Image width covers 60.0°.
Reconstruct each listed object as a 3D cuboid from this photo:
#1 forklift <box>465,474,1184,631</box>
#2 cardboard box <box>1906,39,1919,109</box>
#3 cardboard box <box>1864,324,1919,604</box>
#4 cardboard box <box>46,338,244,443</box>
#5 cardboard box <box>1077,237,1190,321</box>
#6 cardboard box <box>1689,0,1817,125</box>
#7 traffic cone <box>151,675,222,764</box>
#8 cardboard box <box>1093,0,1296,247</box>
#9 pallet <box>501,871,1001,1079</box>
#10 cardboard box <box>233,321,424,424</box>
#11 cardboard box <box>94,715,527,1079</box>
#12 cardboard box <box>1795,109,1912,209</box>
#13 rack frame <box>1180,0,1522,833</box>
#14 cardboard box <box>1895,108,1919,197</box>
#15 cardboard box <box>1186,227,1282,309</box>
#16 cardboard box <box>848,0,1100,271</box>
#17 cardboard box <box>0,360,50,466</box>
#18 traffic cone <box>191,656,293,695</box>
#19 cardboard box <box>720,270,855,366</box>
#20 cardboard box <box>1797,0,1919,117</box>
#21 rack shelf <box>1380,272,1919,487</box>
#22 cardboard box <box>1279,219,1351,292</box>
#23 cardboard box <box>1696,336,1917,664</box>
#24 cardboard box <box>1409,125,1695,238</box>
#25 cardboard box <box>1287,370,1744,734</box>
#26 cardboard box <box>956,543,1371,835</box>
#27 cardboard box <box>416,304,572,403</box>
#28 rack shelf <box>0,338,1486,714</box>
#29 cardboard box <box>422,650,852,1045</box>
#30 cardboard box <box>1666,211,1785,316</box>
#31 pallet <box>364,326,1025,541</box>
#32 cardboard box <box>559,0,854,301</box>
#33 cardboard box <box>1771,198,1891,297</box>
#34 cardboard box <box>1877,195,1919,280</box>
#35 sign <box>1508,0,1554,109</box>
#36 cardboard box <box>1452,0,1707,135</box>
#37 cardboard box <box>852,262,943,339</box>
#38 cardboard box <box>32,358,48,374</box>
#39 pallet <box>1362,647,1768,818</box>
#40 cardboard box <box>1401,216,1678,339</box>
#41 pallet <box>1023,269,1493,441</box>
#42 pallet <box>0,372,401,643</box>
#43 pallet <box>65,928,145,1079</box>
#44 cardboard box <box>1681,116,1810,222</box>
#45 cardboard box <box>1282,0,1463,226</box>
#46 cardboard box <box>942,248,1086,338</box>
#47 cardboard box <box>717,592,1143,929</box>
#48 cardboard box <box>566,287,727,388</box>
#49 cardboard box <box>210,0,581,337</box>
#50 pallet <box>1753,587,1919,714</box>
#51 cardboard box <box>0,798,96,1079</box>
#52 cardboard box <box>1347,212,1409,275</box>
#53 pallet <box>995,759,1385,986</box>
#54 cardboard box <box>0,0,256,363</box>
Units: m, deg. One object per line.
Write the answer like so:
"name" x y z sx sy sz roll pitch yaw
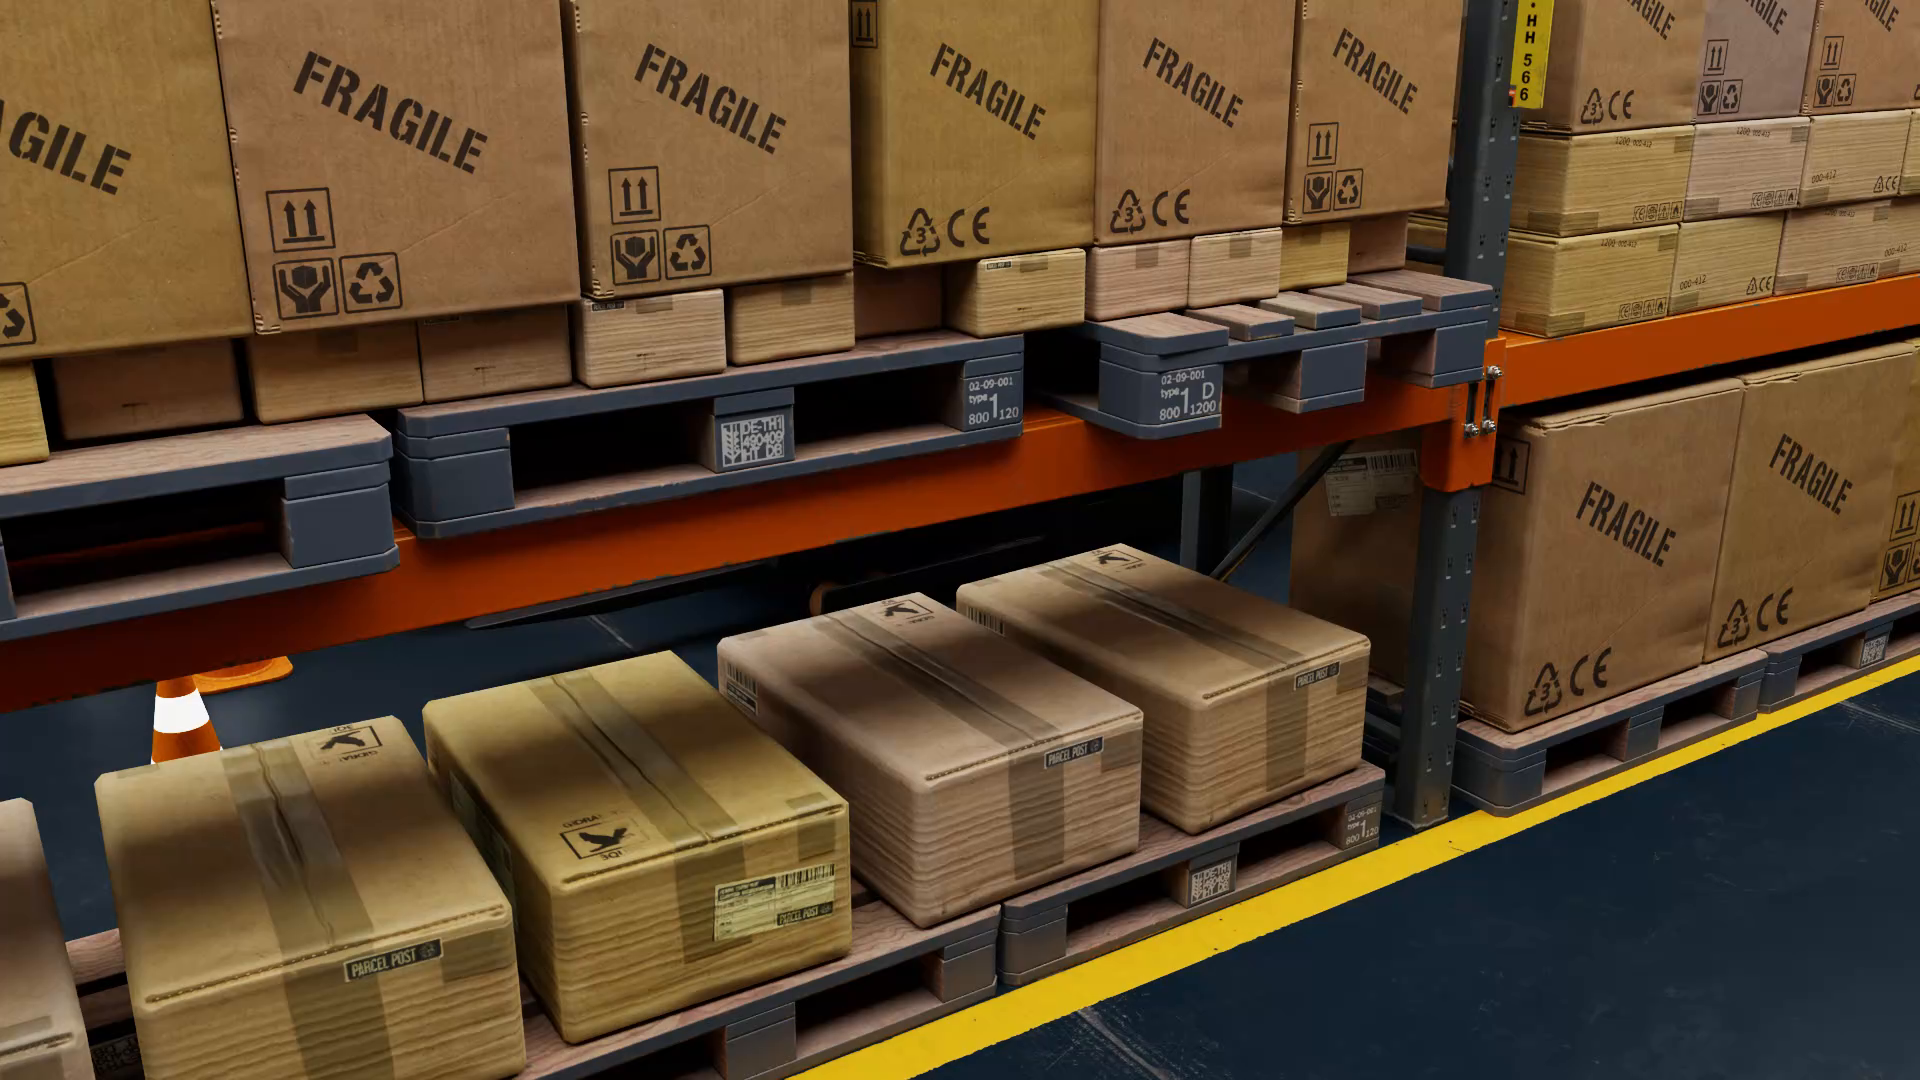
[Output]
"forklift" -0.509 -1.270 5.924 3.031 2.935 1.130 -13 23 -34
"cardboard box" 2.812 -1.591 5.050 0.500 0.500 0.500 -12 22 -31
"cardboard box" 3.110 -0.389 5.873 0.875 0.875 0.875 -11 22 -30
"cardboard box" -1.304 -0.284 2.637 0.250 0.149 0.380 -10 21 -28
"cardboard box" 0.264 -0.578 3.506 0.250 0.149 0.380 -13 23 -34
"cardboard box" 1.949 -1.416 4.532 0.500 0.500 0.500 -12 22 -31
"traffic cone" -2.082 0.530 4.455 0.334 0.463 0.336 -12 22 -31
"cardboard box" 0.341 -0.922 3.513 0.500 0.500 0.500 -12 22 -32
"pallet" -0.678 0.888 3.788 1.213 0.211 1.003 -12 22 -31
"cardboard box" -1.066 -0.318 2.738 0.250 0.149 0.380 -12 22 -31
"cardboard box" -1.312 0.746 3.301 0.625 0.372 0.950 -10 21 -28
"cardboard box" 2.408 -1.148 4.910 0.500 0.250 0.500 -12 22 -32
"rack frame" 0.993 -0.784 4.379 0.127 3.000 1.000 -12 22 -31
"cardboard box" 2.838 -1.234 5.164 0.500 0.250 0.500 -11 22 -30
"cardboard box" 0.479 -0.620 3.631 0.250 0.149 0.380 -12 22 -32
"cardboard box" -0.080 -0.833 3.249 0.500 0.500 0.500 -14 23 -35
"cardboard box" -1.499 -0.213 2.429 0.250 0.149 0.380 -11 22 -30
"traffic cone" -2.390 0.211 5.397 0.334 0.463 0.336 -12 22 -31
"cardboard box" -0.402 -0.449 3.125 0.250 0.149 0.380 -13 22 -33
"cardboard box" 2.389 -1.503 4.790 0.500 0.500 0.500 -11 22 -30
"rack shelf" 2.664 -0.795 5.536 4.000 0.370 1.077 -12 22 -31
"cardboard box" 0.665 -0.676 3.798 0.250 0.149 0.380 -12 22 -31
"cardboard box" 2.363 -0.231 5.407 0.875 0.875 0.875 -12 22 -31
"cardboard box" 1.552 -0.973 4.391 0.500 0.250 0.500 -12 22 -32
"cardboard box" 1.616 -0.075 4.946 0.875 0.875 0.875 -12 22 -32
"cardboard box" 0.516 0.359 4.446 0.625 0.372 0.950 -14 23 -35
"cardboard box" -0.859 -0.361 2.865 0.250 0.149 0.380 -12 22 -31
"rack shelf" -0.677 -0.090 3.452 4.000 0.370 1.077 -12 22 -31
"cardboard box" -0.733 0.623 3.665 0.625 0.372 0.950 -11 22 -30
"cardboard box" 1.959 -0.827 4.740 0.500 0.250 0.500 -13 22 -33
"pallet" -0.638 -0.333 3.346 1.213 0.211 1.003 -12 22 -31
"cardboard box" -0.537 -0.737 2.966 0.500 0.500 0.500 -13 23 -34
"cardboard box" 2.401 -0.917 5.009 0.500 0.250 0.500 -11 22 -30
"cardboard box" 2.811 -1.005 5.269 0.500 0.250 0.500 -12 22 -31
"sign" 1.300 -1.151 3.782 0.005 0.325 0.100 -12 22 -31
"cardboard box" 1.540 -1.326 4.266 0.500 0.500 0.500 -13 22 -33
"cardboard box" -0.237 -0.515 3.321 0.250 0.149 0.380 -12 22 -31
"cardboard box" -1.644 -0.420 3.040 0.250 0.149 0.380 -12 22 -32
"pallet" 1.693 0.419 5.177 1.213 0.211 1.003 -12 22 -31
"cardboard box" 1.540 -0.731 4.459 0.500 0.250 0.500 -12 22 -32
"pallet" 0.457 -0.539 3.954 1.003 0.211 1.213 -12 22 -31
"pallet" -1.629 -0.084 2.609 1.213 0.211 1.003 -12 22 -31
"pallet" -1.698 1.104 3.148 1.213 0.211 1.003 -12 22 -31
"cardboard box" 1.984 -1.063 4.660 0.500 0.250 0.500 -11 22 -30
"cardboard box" 0.766 -1.016 3.791 0.500 0.500 0.500 -13 22 -33
"cardboard box" 0.042 -0.525 3.352 0.250 0.149 0.380 -11 22 -30
"cardboard box" -0.096 0.491 4.055 0.625 0.372 0.950 -12 22 -32
"cardboard box" -0.608 -0.394 2.963 0.250 0.149 0.380 -11 22 -29
"cardboard box" -0.960 -0.644 2.689 0.500 0.500 0.500 -12 22 -32
"pallet" 2.711 0.205 5.808 1.213 0.211 1.003 -12 22 -31
"cardboard box" -1.911 0.874 2.924 0.625 0.372 0.950 -12 22 -31
"cardboard box" 0.849 -0.743 3.995 0.250 0.149 0.380 -11 22 -29
"pallet" 0.340 0.675 4.419 1.213 0.211 1.003 -12 22 -31
"cardboard box" -1.380 -0.560 2.443 0.500 0.500 0.500 -12 22 -31
